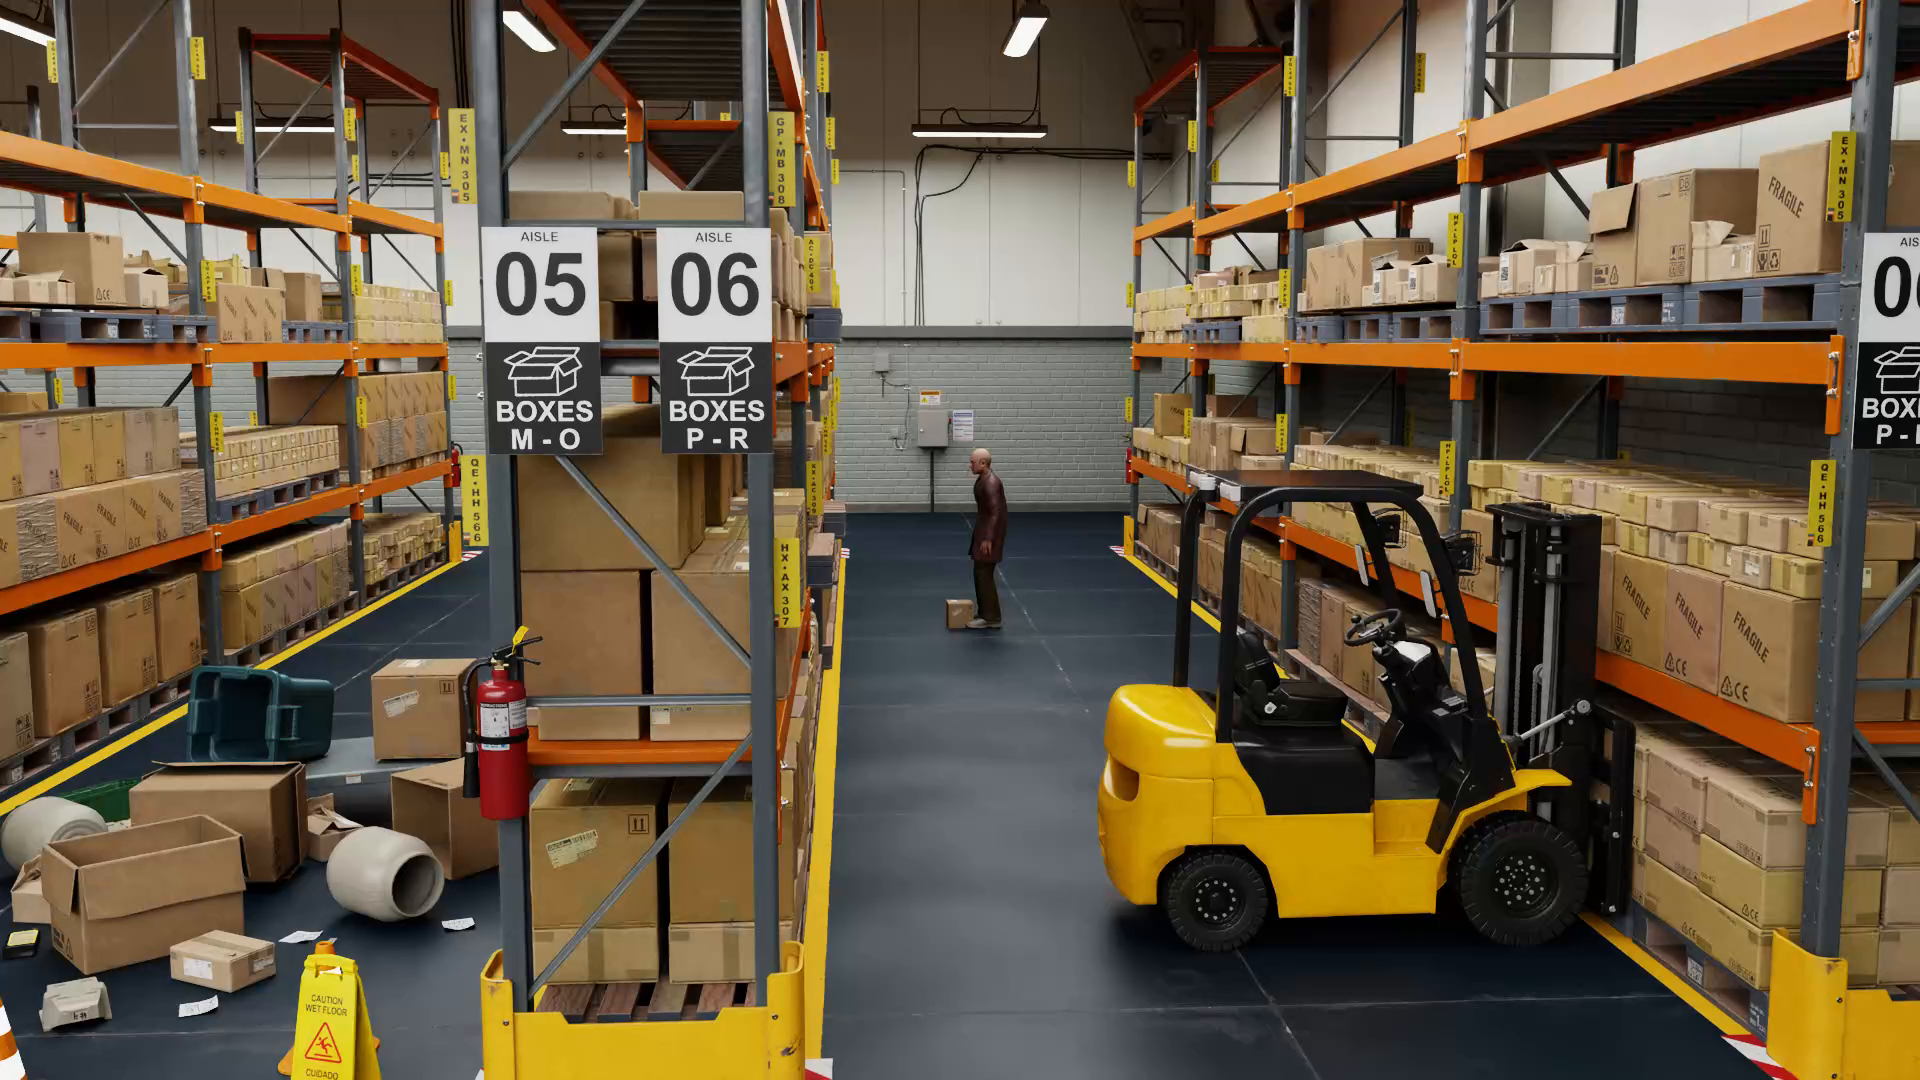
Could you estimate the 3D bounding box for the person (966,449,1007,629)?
[{"bbox_3d":[0.250,-0.021,16.482,0.428,1.773,0.650,-1,7,-7],"label":"person"}]
